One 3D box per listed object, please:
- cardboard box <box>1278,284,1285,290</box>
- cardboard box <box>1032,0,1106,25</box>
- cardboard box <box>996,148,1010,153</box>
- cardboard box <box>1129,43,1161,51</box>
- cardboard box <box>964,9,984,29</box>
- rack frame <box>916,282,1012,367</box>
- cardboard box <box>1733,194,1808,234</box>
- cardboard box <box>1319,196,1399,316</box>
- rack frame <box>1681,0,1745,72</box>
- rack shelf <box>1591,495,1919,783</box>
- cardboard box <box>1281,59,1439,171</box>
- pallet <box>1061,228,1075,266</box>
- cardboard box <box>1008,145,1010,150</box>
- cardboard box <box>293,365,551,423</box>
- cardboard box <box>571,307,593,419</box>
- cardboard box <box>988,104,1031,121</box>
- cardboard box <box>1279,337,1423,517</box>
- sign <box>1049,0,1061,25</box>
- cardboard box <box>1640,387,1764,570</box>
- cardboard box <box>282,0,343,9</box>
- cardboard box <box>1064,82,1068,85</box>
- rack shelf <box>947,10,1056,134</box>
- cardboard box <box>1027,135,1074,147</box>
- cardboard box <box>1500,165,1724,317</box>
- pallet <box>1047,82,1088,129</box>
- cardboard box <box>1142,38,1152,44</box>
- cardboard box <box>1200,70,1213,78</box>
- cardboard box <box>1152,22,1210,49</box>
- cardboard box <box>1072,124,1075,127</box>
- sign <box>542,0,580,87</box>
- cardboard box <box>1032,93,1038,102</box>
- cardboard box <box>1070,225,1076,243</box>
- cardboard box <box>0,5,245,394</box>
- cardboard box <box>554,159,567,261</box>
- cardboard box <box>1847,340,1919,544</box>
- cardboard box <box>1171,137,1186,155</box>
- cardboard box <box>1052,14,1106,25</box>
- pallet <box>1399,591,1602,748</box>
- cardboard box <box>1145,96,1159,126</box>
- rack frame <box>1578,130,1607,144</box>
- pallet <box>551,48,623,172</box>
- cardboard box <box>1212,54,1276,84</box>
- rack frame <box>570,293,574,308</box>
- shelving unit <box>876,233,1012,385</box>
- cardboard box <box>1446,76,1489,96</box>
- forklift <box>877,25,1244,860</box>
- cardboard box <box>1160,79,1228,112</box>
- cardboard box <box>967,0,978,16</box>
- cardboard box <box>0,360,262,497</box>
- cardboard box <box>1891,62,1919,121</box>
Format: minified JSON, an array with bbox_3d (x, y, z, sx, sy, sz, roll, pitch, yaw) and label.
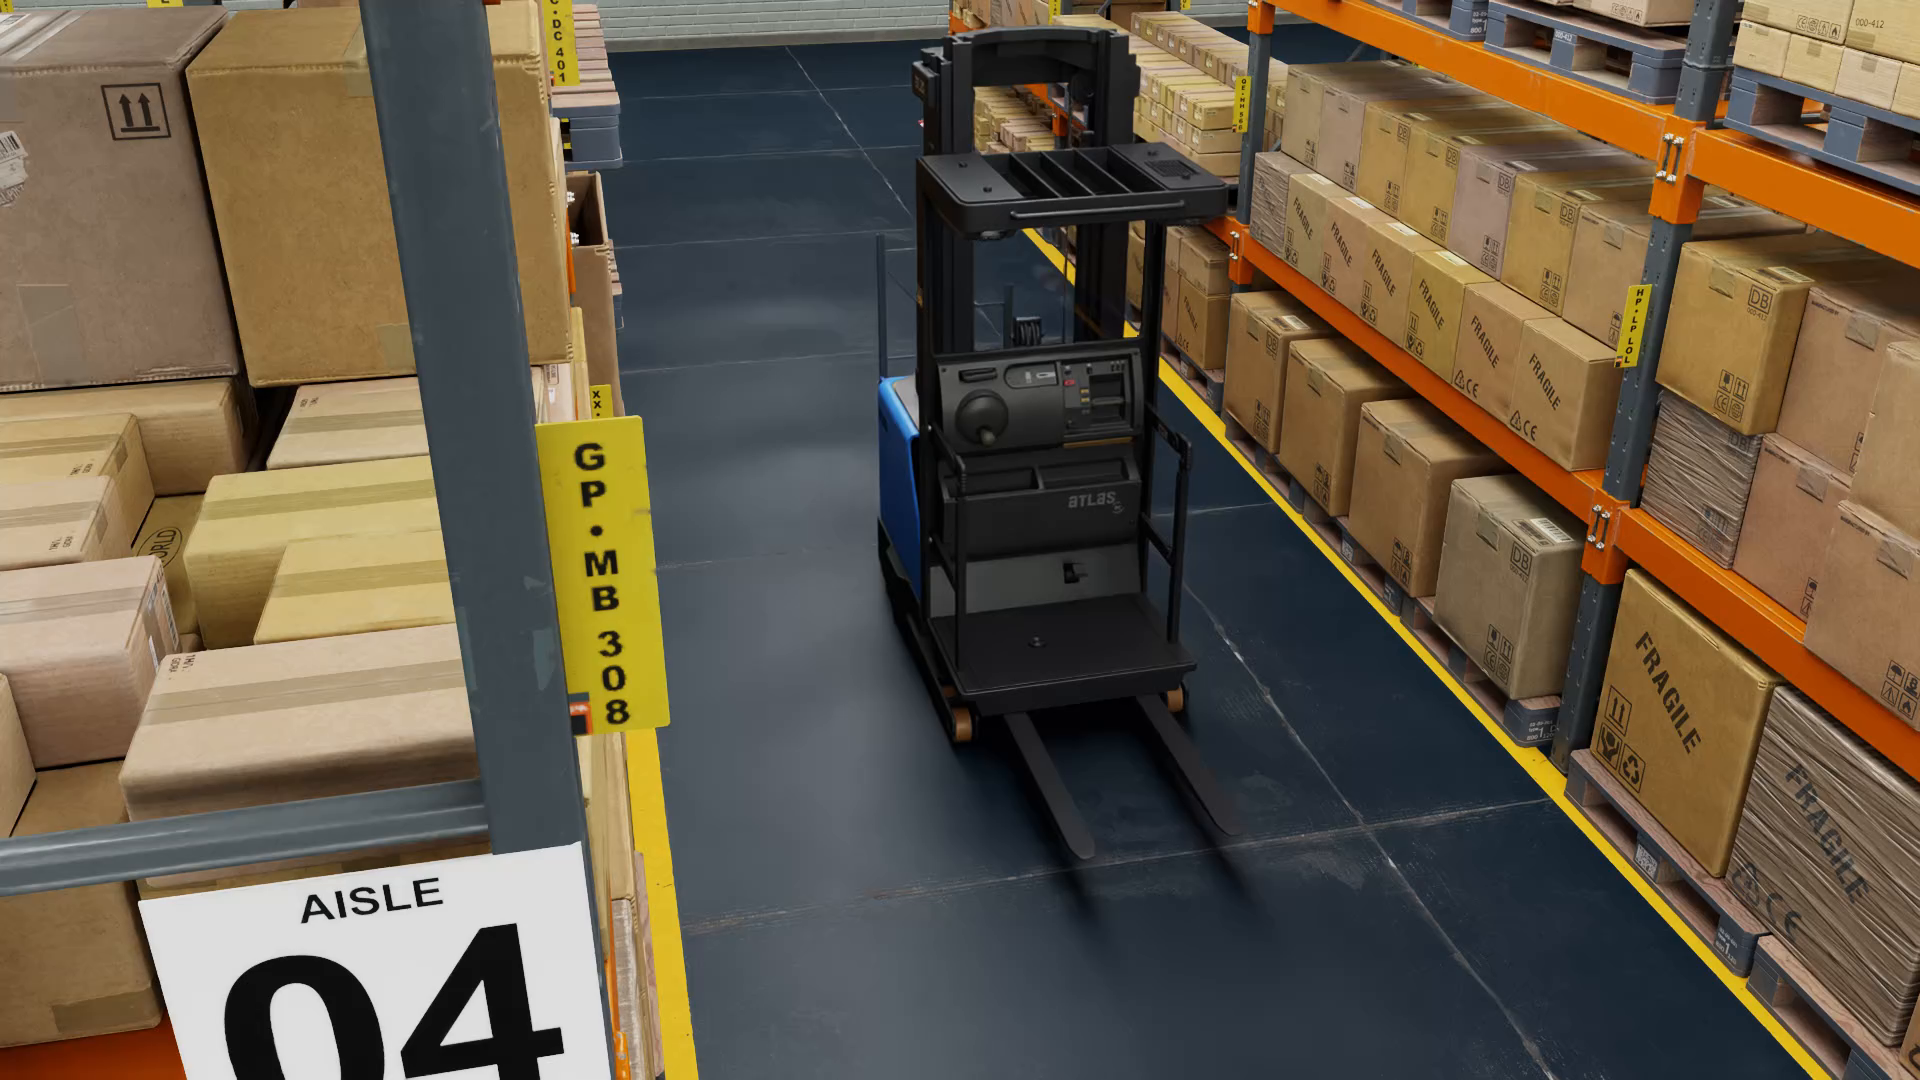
[{"bbox_3d":[2.272,-1.881,11.123,0.500,0.250,0.500,-7,28,-14],"label":"cardboard box"},{"bbox_3d":[0.906,-4.264,13.928,0.500,0.500,0.500,-6,27,-12],"label":"cardboard box"},{"bbox_3d":[0.557,-3.633,15.818,0.380,0.149,0.250,-6,27,-12],"label":"cardboard box"},{"bbox_3d":[1.223,-3.457,11.922,0.380,0.149,0.250,-5,27,-10],"label":"cardboard box"},{"bbox_3d":[0.249,-5.140,16.384,0.380,0.149,0.250,-7,28,-13],"label":"cardboard box"},{"bbox_3d":[0.022,-0.625,8.823,0.500,1.500,0.032,-6,27,-13],"label":"rack frame"},{"bbox_3d":[6.720,-2.636,13.036,0.875,0.875,0.875,-6,27,-11],"label":"cardboard box"},{"bbox_3d":[2.260,-1.523,8.827,0.500,0.500,0.500,-6,27,-12],"label":"cardboard box"},{"bbox_3d":[3.093,-3.069,5.344,1.000,3.000,0.127,-6,27,-12],"label":"rack frame"},{"bbox_3d":[3.544,0.808,5.118,1.077,0.370,4.000,-6,27,-12],"label":"rack shelf"},{"bbox_3d":[2.283,-2.440,9.534,0.700,0.500,0.500,-6,27,-12],"label":"cardboard box"},{"bbox_3d":[1.467,-2.316,13.605,1.003,0.211,1.213,-6,27,-12],"label":"pallet"},{"bbox_3d":[0.662,-3.761,15.740,0.380,0.149,0.250,-5,27,-9],"label":"cardboard box"},{"bbox_3d":[-0.881,-0.226,2.764,0.380,0.149,0.250,-6,27,-12],"label":"cardboard box"},{"bbox_3d":[-1.392,-0.386,5.135,0.500,0.500,0.500,-6,27,-12],"label":"cardboard box"},{"bbox_3d":[0.477,-4.119,16.120,0.380,0.149,0.250,-5,27,-10],"label":"cardboard box"},{"bbox_3d":[2.442,-0.670,9.279,1.050,0.750,0.750,-6,27,-11],"label":"cardboard box"},{"bbox_3d":[0.763,-4.231,13.343,0.100,0.325,0.005,-6,27,-12],"label":"sign"},{"bbox_3d":[3.188,-0.297,6.343,0.875,0.550,0.550,-6,27,-12],"label":"cardboard box"},{"bbox_3d":[-1.771,-1.721,5.420,0.797,0.503,0.637,-7,28,-14],"label":"cardboard box"},{"bbox_3d":[0.999,-3.637,12.940,0.380,0.149,0.250,-6,27,-11],"label":"cardboard box"},{"bbox_3d":[0.840,-4.460,15.555,1.077,0.370,4.000,-6,27,-12],"label":"rack shelf"},{"bbox_3d":[0.815,-3.552,14.995,0.380,0.149,0.250,-5,27,-10],"label":"cardboard box"},{"bbox_3d":[2.858,-1.325,7.325,0.700,0.500,0.500,-6,27,-12],"label":"cardboard box"},{"bbox_3d":[1.321,-3.467,13.003,1.003,0.211,1.213,-6,27,-12],"label":"pallet"},{"bbox_3d":[1.633,-3.841,13.013,0.380,0.149,0.250,-6,27,-11],"label":"cardboard box"},{"bbox_3d":[1.922,-3.271,11.884,0.380,0.149,0.250,-5,27,-10],"label":"cardboard box"},{"bbox_3d":[1.689,-3.856,12.713,0.380,0.149,0.250,-7,28,-13],"label":"cardboard box"},{"bbox_3d":[1.105,-3.832,15.551,0.380,0.149,0.250,-7,28,-14],"label":"cardboard box"},{"bbox_3d":[-1.235,-1.560,5.109,0.100,0.325,0.005,-6,27,-12],"label":"sign"},{"bbox_3d":[0.938,-4.416,16.707,0.380,0.149,0.250,-7,28,-13],"label":"cardboard box"},{"bbox_3d":[1.198,-2.623,13.426,0.500,0.500,0.500,-5,27,-10],"label":"cardboard box"},{"bbox_3d":[-1.456,-0.570,2.726,0.500,0.500,0.500,-6,27,-12],"label":"cardboard box"},{"bbox_3d":[-1.297,-0.800,4.343,0.500,0.250,0.500,-5,27,-10],"label":"cardboard box"},{"bbox_3d":[3.368,-0.294,5.138,0.875,0.550,0.550,-6,27,-12],"label":"cardboard box"},{"bbox_3d":[1.579,-2.501,10.689,0.380,0.149,0.250,-6,27,-12],"label":"cardboard box"},{"bbox_3d":[0.931,-4.024,13.046,0.380,0.149,0.250,-5,27,-9],"label":"cardboard box"},{"bbox_3d":[2.846,0.523,7.980,1.003,0.211,1.213,-6,27,-12],"label":"pallet"},{"bbox_3d":[1.457,-2.868,11.085,0.380,0.149,0.250,-6,27,-11],"label":"cardboard box"},{"bbox_3d":[6.090,-4.450,14.737,1.000,3.000,0.127,-6,27,-12],"label":"rack frame"},{"bbox_3d":[-1.797,-1.469,5.710,1.213,0.211,1.003,-6,27,-12],"label":"pallet"},{"bbox_3d":[1.979,-3.287,11.586,0.380,0.149,0.250,-5,27,-10],"label":"cardboard box"},{"bbox_3d":[-1.762,0.068,5.785,1.000,3.000,0.127,-6,27,-12],"label":"rack frame"},{"bbox_3d":[-0.101,-0.847,9.263,0.538,1.500,1.048,-6,27,-13],"label":"shelving unit"},{"bbox_3d":[5.649,-4.569,17.351,0.875,0.438,0.875,-5,27,-10],"label":"cardboard box"},{"bbox_3d":[0.417,-0.590,7.167,1.130,2.935,3.031,-6,27,-13],"label":"forklift"},{"bbox_3d":[1.521,-2.882,10.783,0.380,0.149,0.250,-5,27,-10],"label":"cardboard box"},{"bbox_3d":[0.366,-5.379,16.137,0.500,0.500,0.500,-6,27,-11],"label":"cardboard box"},{"bbox_3d":[-1.354,-0.180,2.673,0.380,0.149,0.250,-6,27,-11],"label":"cardboard box"},{"bbox_3d":[3.015,-1.322,4.914,0.380,0.149,0.250,-6,27,-12],"label":"cardboard box"}]
